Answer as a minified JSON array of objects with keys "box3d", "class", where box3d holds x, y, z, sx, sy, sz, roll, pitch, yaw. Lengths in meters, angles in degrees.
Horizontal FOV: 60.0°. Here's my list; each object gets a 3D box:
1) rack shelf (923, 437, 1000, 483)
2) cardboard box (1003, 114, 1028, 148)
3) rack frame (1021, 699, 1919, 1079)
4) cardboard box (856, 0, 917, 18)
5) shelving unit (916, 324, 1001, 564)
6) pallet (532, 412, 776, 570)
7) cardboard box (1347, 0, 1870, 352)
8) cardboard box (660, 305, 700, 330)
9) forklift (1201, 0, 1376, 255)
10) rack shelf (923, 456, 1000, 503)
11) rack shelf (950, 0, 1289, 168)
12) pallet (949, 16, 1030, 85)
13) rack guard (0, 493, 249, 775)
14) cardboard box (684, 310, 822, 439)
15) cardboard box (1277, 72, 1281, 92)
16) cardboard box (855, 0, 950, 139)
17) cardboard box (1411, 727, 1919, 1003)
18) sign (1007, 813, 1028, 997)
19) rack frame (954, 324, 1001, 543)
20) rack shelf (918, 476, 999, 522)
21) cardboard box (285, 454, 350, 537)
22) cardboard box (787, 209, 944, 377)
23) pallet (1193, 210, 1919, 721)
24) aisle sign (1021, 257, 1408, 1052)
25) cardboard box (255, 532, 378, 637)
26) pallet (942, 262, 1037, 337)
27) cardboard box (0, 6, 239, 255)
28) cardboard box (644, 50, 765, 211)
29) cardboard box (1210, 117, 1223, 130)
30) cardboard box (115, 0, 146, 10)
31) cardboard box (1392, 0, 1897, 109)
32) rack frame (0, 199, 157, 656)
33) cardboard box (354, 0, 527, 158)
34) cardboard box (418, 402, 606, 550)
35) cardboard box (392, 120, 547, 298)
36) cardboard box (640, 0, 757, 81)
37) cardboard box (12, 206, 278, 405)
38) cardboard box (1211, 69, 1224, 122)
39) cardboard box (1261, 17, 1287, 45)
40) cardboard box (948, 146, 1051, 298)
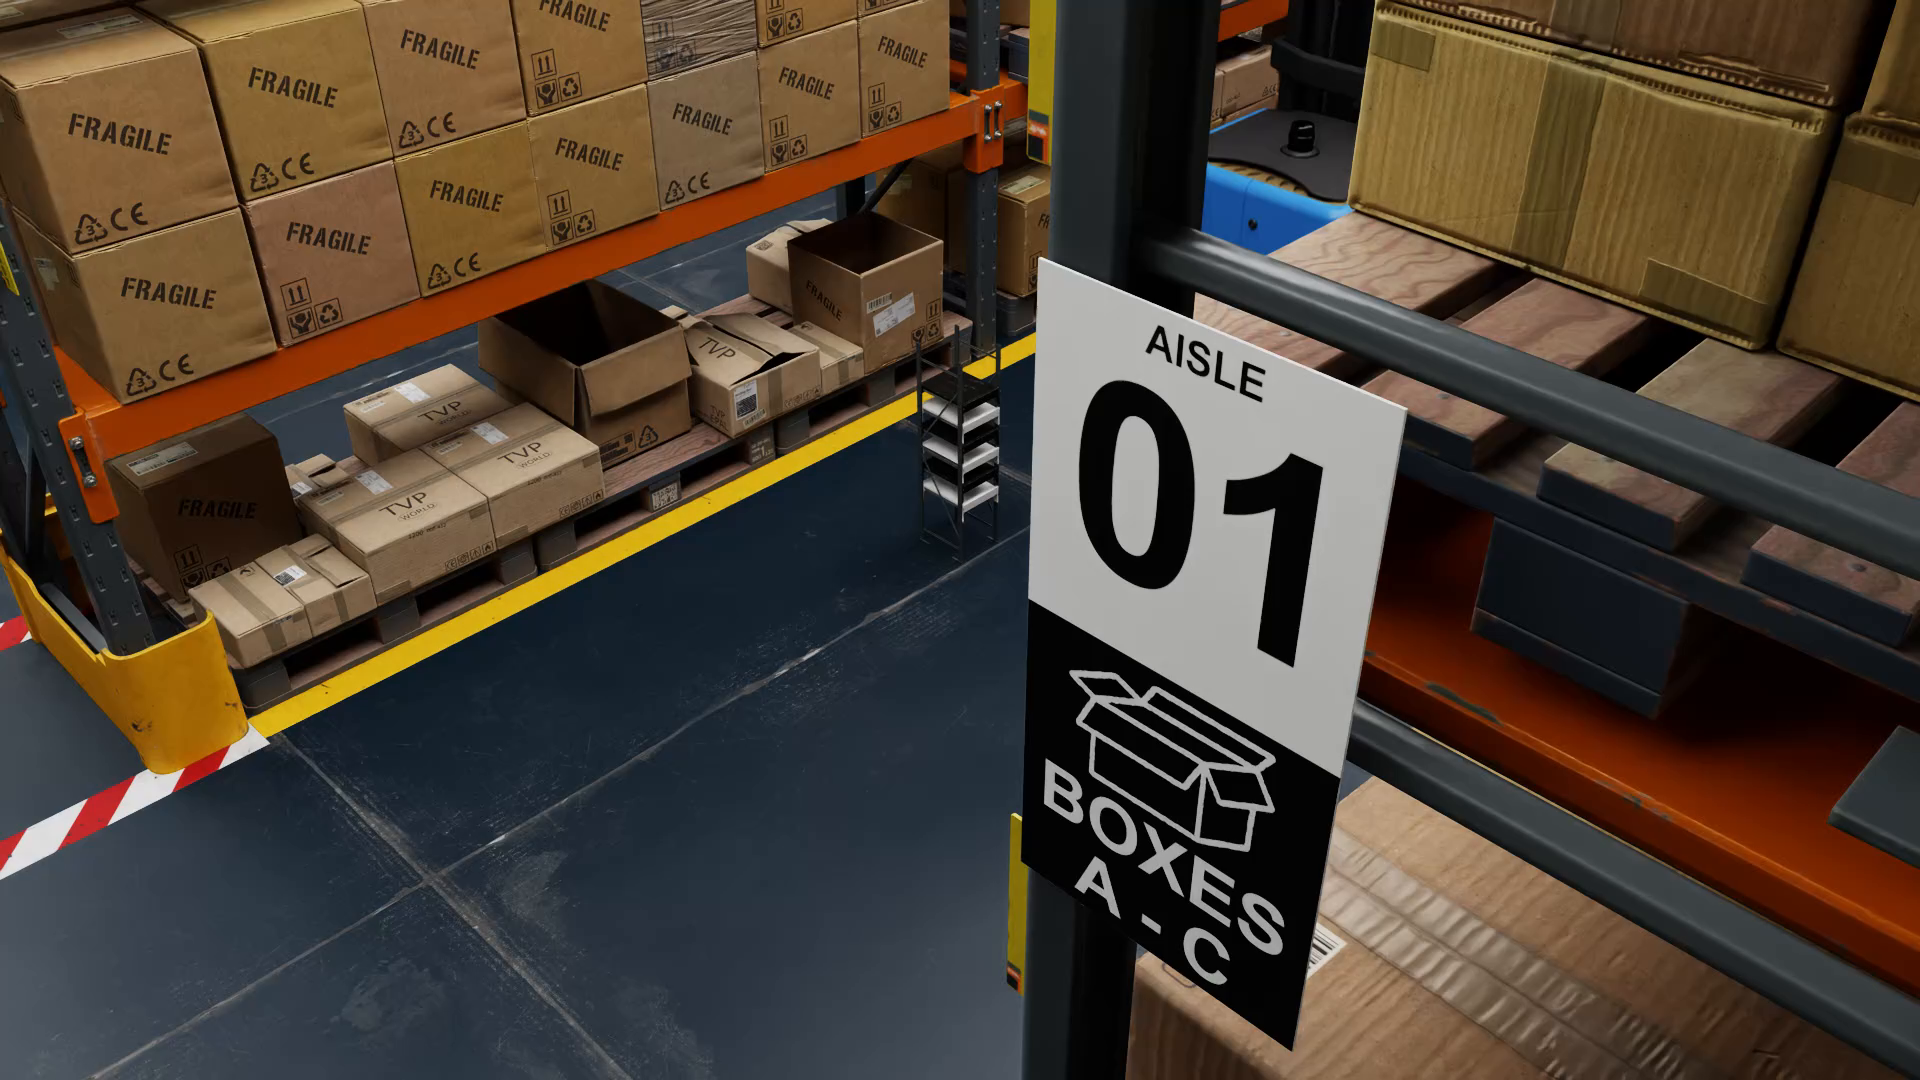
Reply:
[{"box3d":[-0.006,-0.338,6.507,0.258,0.077,0.200,30,45,35],"class":"rack shelf"},{"box3d":[0.276,-1.989,8.780,0.500,0.500,0.500,-30,45,-35],"class":"cardboard box"},{"box3d":[0.477,1.298,2.266,1.000,3.000,0.127,30,45,35],"class":"rack frame"},{"box3d":[-0.395,-2.462,6.696,0.500,0.500,0.500,-30,45,-35],"class":"cardboard box"},{"box3d":[-0.006,-0.366,6.488,0.258,0.900,0.210,30,45,35],"class":"shelving unit"},{"box3d":[-1.567,-0.400,7.140,1.003,0.211,1.213,30,45,35],"class":"pallet"},{"box3d":[0.805,-0.488,1.882,0.500,0.250,0.500,-28,44,-34],"class":"cardboard box"},{"box3d":[-1.274,-0.900,7.511,0.380,0.166,0.250,30,45,35],"class":"cardboard box"},{"box3d":[2.262,-2.448,7.697,1.130,2.935,3.031,29,44,35],"class":"forklift"},{"box3d":[-0.006,-0.265,6.558,0.258,0.077,0.200,30,45,35],"class":"rack shelf"},{"box3d":[1.187,-2.837,8.825,1.077,0.370,4.000,30,45,35],"class":"rack shelf"},{"box3d":[0.418,-2.522,7.912,1.003,0.211,1.213,30,45,35],"class":"pallet"},{"box3d":[-2.987,0.298,5.886,1.175,0.500,0.348,30,45,35],"class":"rack guard"},{"box3d":[-0.951,-0.748,7.166,0.500,0.311,0.500,30,45,35],"class":"cardboard box"},{"box3d":[1.739,-2.415,9.391,0.500,0.500,0.500,28,44,34],"class":"cardboard box"},{"box3d":[-0.393,-2.055,6.987,0.500,0.500,0.500,-29,44,-35],"class":"cardboard box"},{"box3d":[1.334,0.664,2.913,0.980,0.700,0.700,29,44,35],"class":"cardboard box"},{"box3d":[0.102,0.502,2.189,0.100,0.325,0.005,30,45,35],"class":"sign"},{"box3d":[0.066,-0.407,6.547,0.240,0.900,0.006,30,45,35],"class":"rack frame"},{"box3d":[-0.006,-0.191,6.610,0.258,0.077,0.200,30,45,35],"class":"rack shelf"},{"box3d":[-2.483,-0.163,6.454,0.380,0.166,0.250,30,45,35],"class":"cardboard box"},{"box3d":[-0.423,-1.130,7.549,0.500,0.500,0.500,30,45,35],"class":"cardboard box"},{"box3d":[0.992,-0.201,1.871,1.003,0.211,1.213,30,45,35],"class":"pallet"},{"box3d":[0.214,0.140,1.654,0.394,0.787,0.004,30,45,35],"class":"aisle sign"},{"box3d":[-2.326,0.152,6.002,0.380,0.166,0.250,30,45,35],"class":"cardboard box"},{"box3d":[0.324,-1.522,8.748,1.003,0.211,1.213,30,45,35],"class":"pallet"},{"box3d":[-2.541,-1.222,4.918,0.500,0.500,0.500,-28,44,-34],"class":"cardboard box"},{"box3d":[-1.115,-1.636,6.386,0.500,0.500,0.500,-29,44,-35],"class":"cardboard box"},{"box3d":[1.017,-1.995,8.788,0.500,0.500,0.500,-29,44,-35],"class":"cardboard box"},{"box3d":[-2.567,-1.645,5.525,0.500,0.500,0.500,-29,44,-34],"class":"cardboard box"},{"box3d":[0.799,-0.798,1.671,0.500,0.500,0.500,29,44,35],"class":"cardboard box"},{"box3d":[-3.041,-0.697,5.127,1.000,3.000,0.127,30,45,35],"class":"rack frame"},{"box3d":[-1.822,-1.638,5.515,0.500,0.500,0.500,-29,44,-35],"class":"cardboard box"},{"box3d":[-1.752,-0.262,6.522,0.500,0.250,0.500,30,45,35],"class":"cardboard box"},{"box3d":[-1.826,-1.226,5.798,0.500,0.500,0.500,29,44,35],"class":"cardboard box"},{"box3d":[-1.109,-2.048,6.103,0.500,0.500,0.500,-30,44,-35],"class":"cardboard box"},{"box3d":[-2.541,-0.812,5.204,0.500,0.500,0.500,-29,44,-35],"class":"cardboard box"},{"box3d":[0.996,-2.287,8.552,0.500,0.250,0.500,30,45,35],"class":"cardboard box"},{"box3d":[2.067,-2.908,9.443,0.500,0.250,0.500,-28,44,-34],"class":"cardboard box"},{"box3d":[0.291,-1.574,8.185,0.500,0.500,0.500,27,43,33],"class":"cardboard box"}]
